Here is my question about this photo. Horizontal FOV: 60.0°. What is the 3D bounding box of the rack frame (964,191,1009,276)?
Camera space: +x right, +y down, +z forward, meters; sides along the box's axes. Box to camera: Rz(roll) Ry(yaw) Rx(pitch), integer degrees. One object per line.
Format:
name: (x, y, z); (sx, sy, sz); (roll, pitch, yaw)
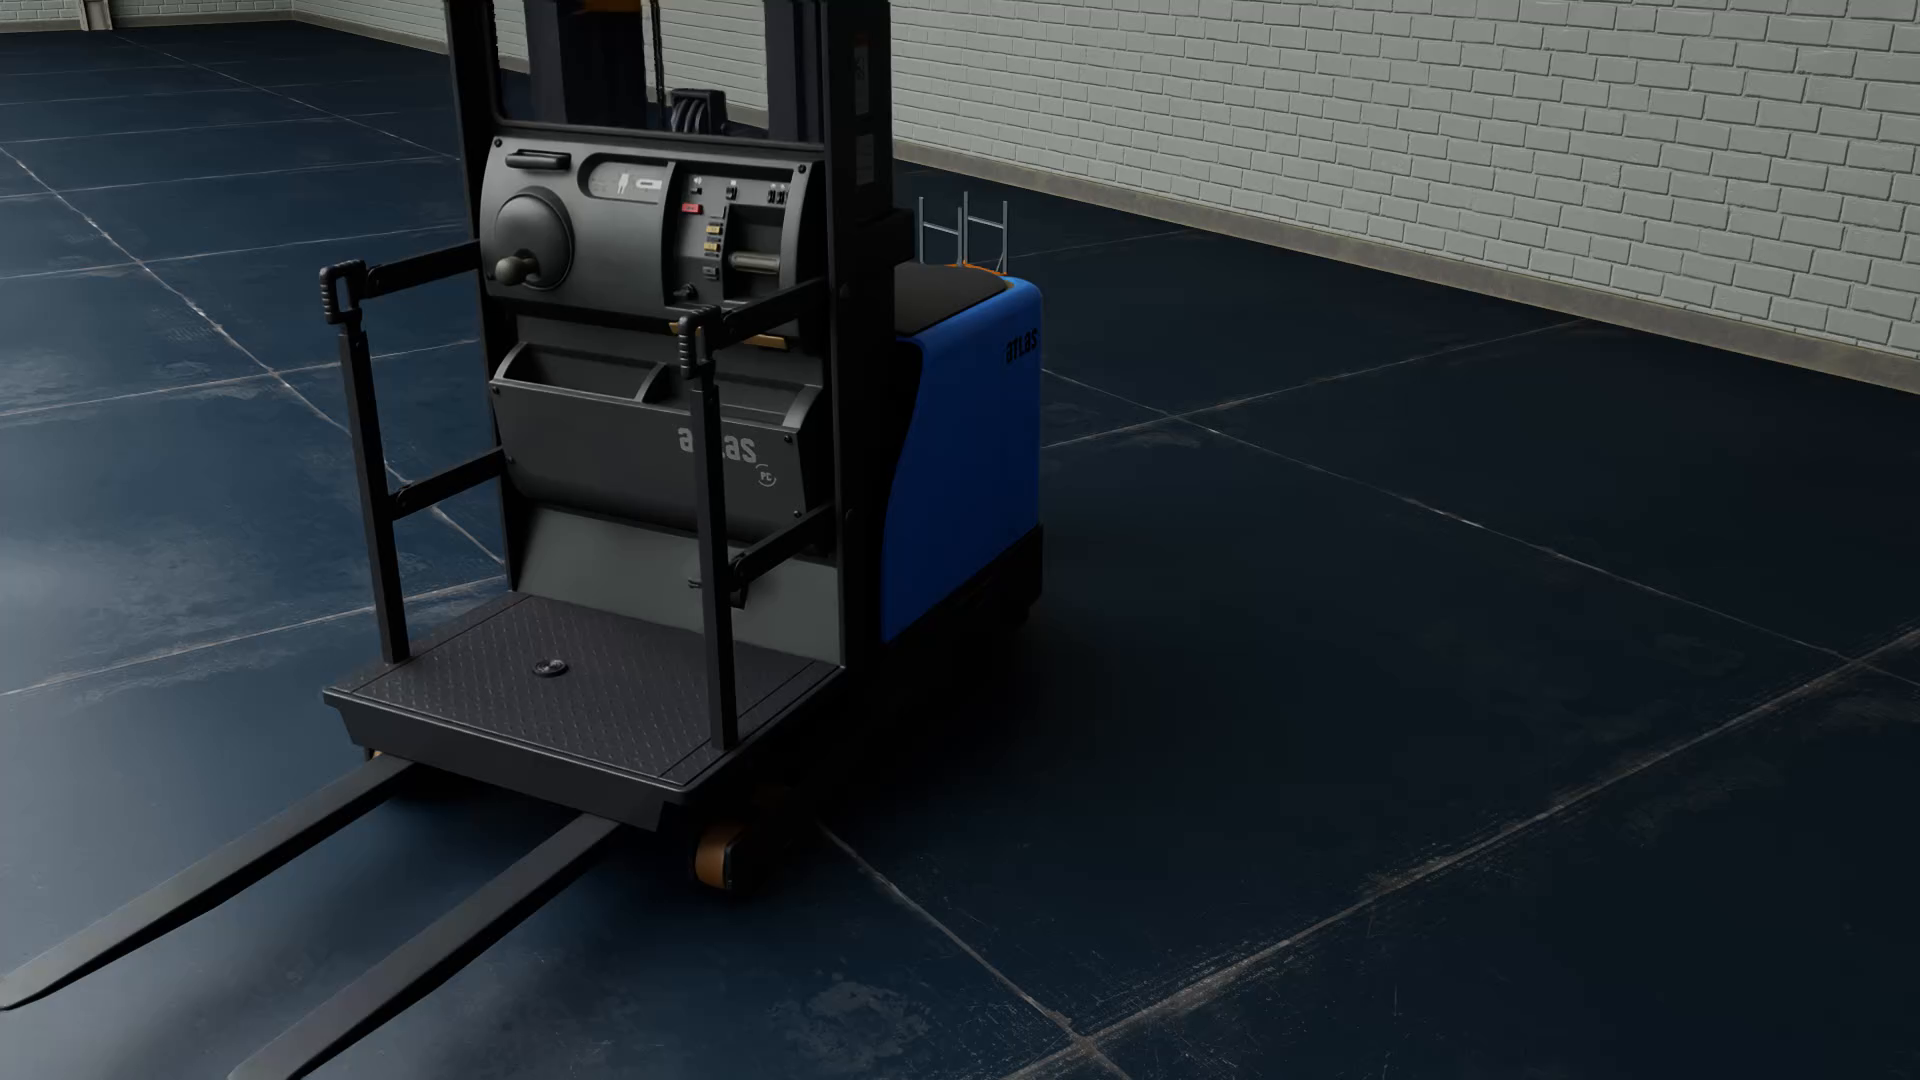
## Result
rack frame: (0.086, -0.580, 5.731); (0.006, 1.200, 0.240); (-15, 26, -33)

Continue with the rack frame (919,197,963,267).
rack frame: (-0.063, -0.541, 5.632); (0.006, 1.200, 0.240); (-15, 26, -33)

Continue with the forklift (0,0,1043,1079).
forklift: (-0.855, -0.734, 3.780); (1.130, 2.935, 3.031); (11, 24, 25)

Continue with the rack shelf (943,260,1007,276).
rack shelf: (0.012, -0.854, 5.565); (0.180, 0.103, 0.258); (-15, 26, -33)

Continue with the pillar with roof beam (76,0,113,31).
pillar with roof beam: (-10.757, -10.738, 20.663); (0.400, 9.000, 9.100); (-15, 26, -33)

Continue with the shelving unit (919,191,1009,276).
shelving unit: (0.012, -0.560, 5.682); (0.189, 1.200, 0.258); (-15, 26, -33)
